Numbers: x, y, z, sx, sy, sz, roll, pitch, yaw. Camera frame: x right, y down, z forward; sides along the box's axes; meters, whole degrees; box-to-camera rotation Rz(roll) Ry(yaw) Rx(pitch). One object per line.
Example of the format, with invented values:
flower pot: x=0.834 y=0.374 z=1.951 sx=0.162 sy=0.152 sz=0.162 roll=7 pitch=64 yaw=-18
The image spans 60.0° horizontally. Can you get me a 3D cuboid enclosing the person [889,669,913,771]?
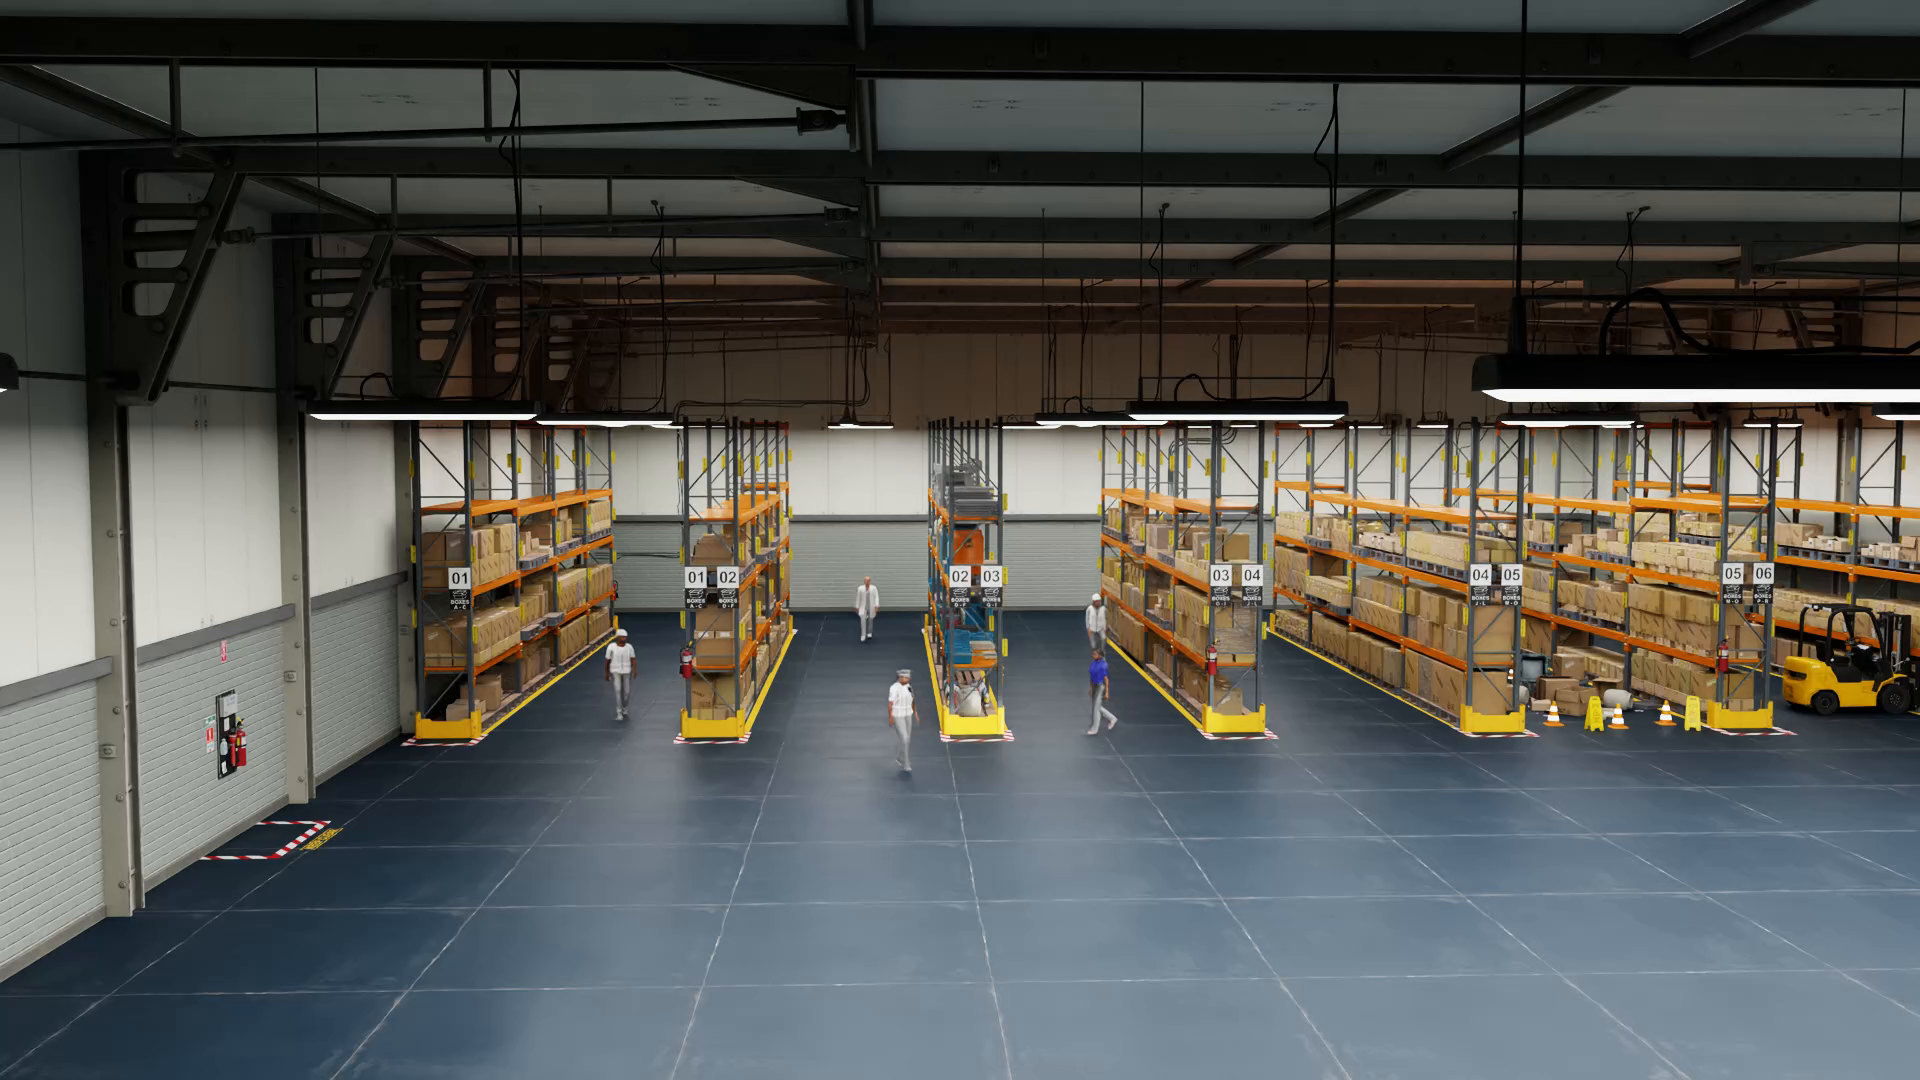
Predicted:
person: x=-0.915 y=3.059 z=28.326 sx=0.449 sy=1.694 sz=0.611 roll=-3 pitch=5 yaw=-43

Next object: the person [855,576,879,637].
person: x=-2.551 y=1.825 z=45.639 sx=0.641 sy=1.653 sz=0.921 roll=0 pitch=4 yaw=-7

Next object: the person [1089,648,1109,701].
person: x=2.630 y=2.537 z=31.515 sx=0.257 sy=0.984 sz=0.525 roll=-2 pitch=4 yaw=-26

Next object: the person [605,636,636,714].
person: x=-6.784 y=2.653 z=33.380 sx=0.600 sy=1.630 sz=0.639 roll=-2 pitch=4 yaw=-26

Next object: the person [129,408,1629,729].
person: x=1.340 y=0.822 z=29.179 sx=22.089 sy=6.000 sz=22.351 roll=1 pitch=4 yaw=9
